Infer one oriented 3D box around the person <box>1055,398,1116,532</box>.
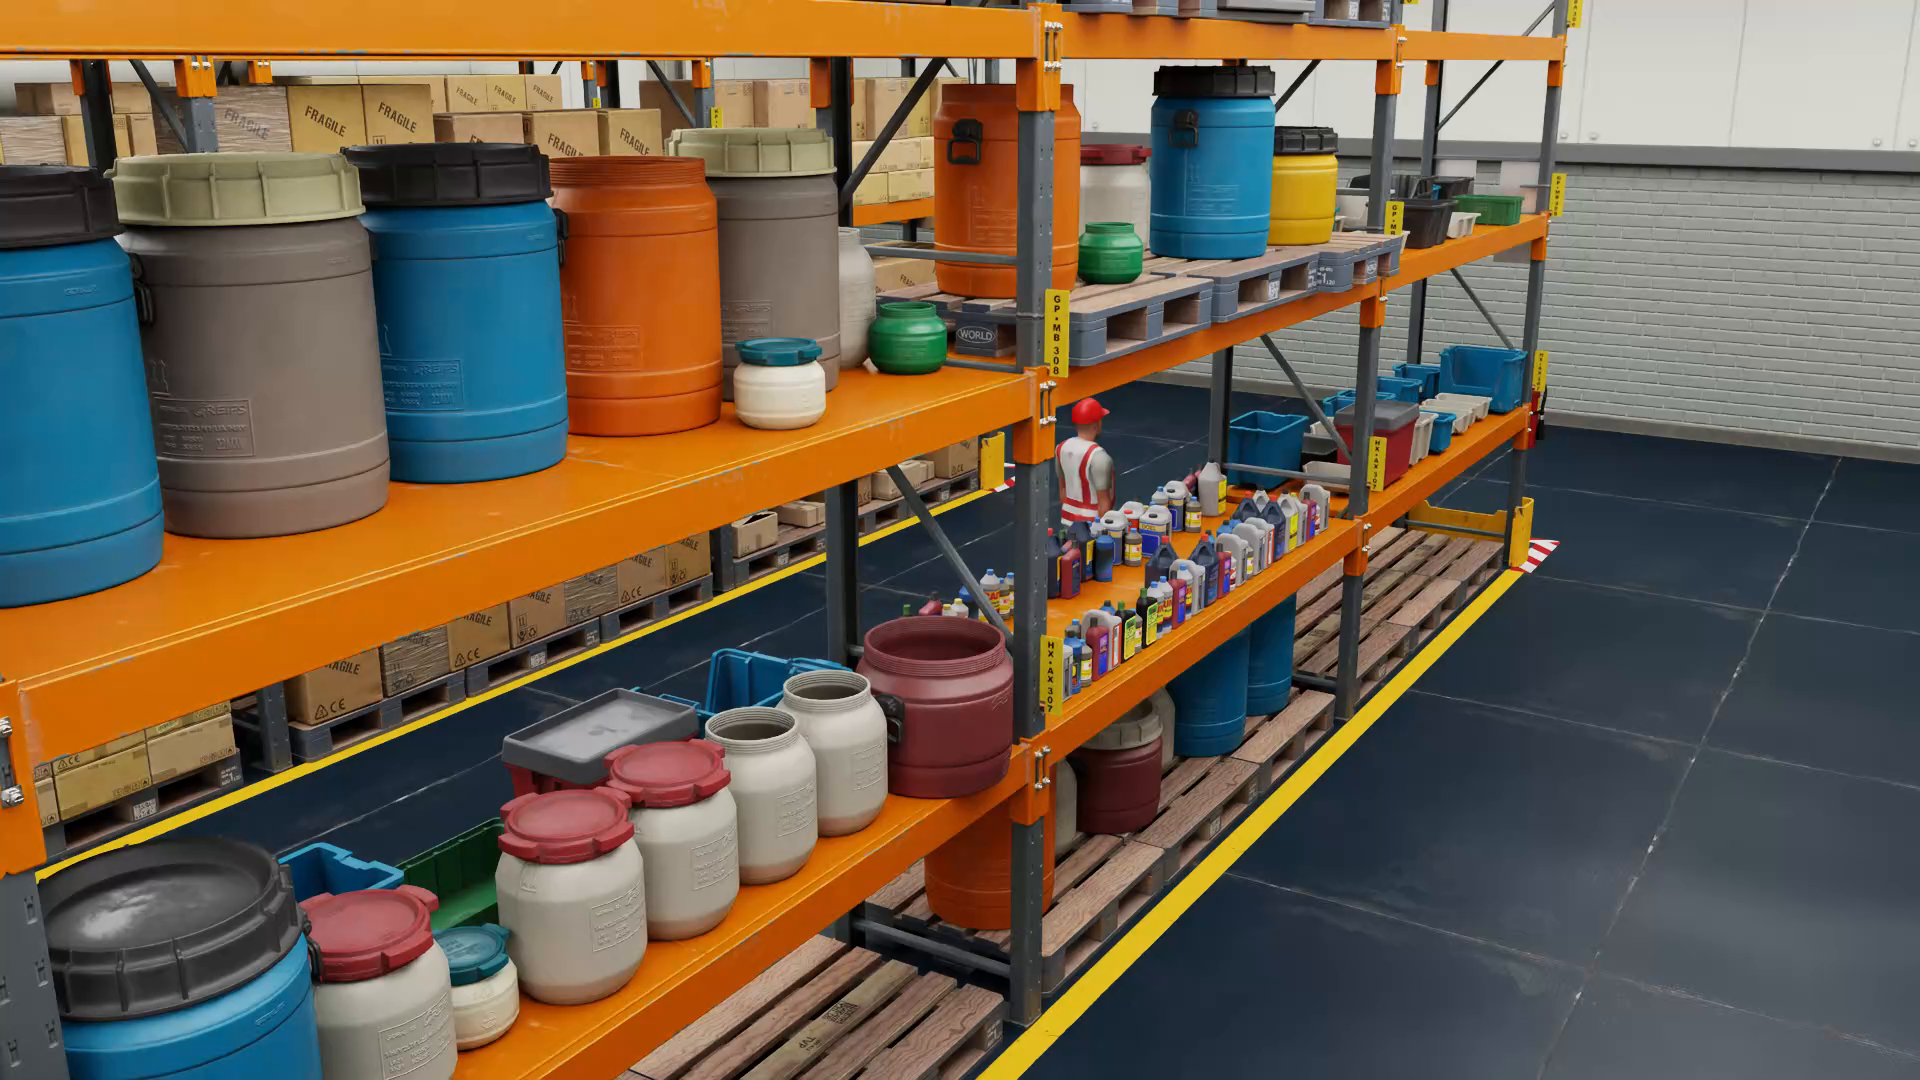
[{"bbox_3d":[0.872,-0.081,11.280,0.347,1.788,0.524,-10,19,-32],"label":"person"}]
